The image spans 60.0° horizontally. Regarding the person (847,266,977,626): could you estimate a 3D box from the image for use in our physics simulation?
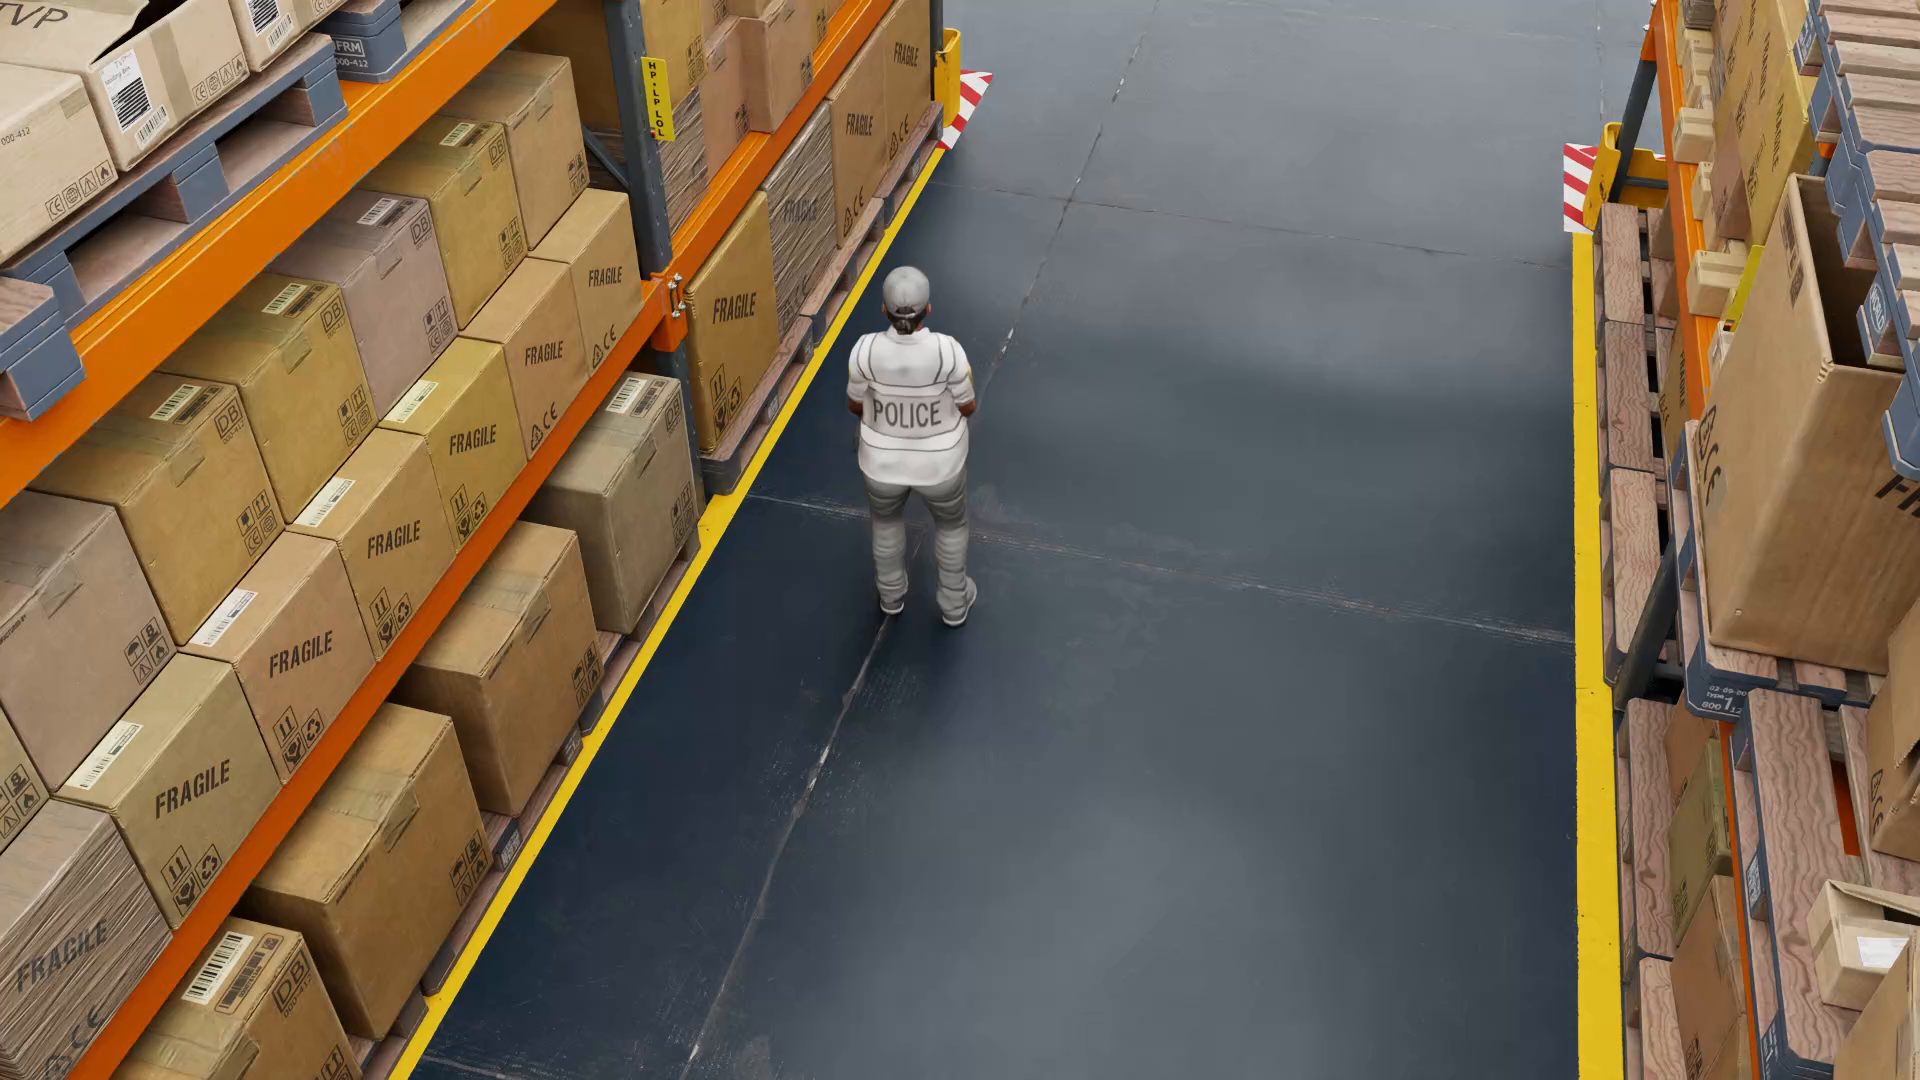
[{"bbox_3d":[-0.181,-0.355,6.554,0.497,1.671,0.478,3,41,3],"label":"person"}]
